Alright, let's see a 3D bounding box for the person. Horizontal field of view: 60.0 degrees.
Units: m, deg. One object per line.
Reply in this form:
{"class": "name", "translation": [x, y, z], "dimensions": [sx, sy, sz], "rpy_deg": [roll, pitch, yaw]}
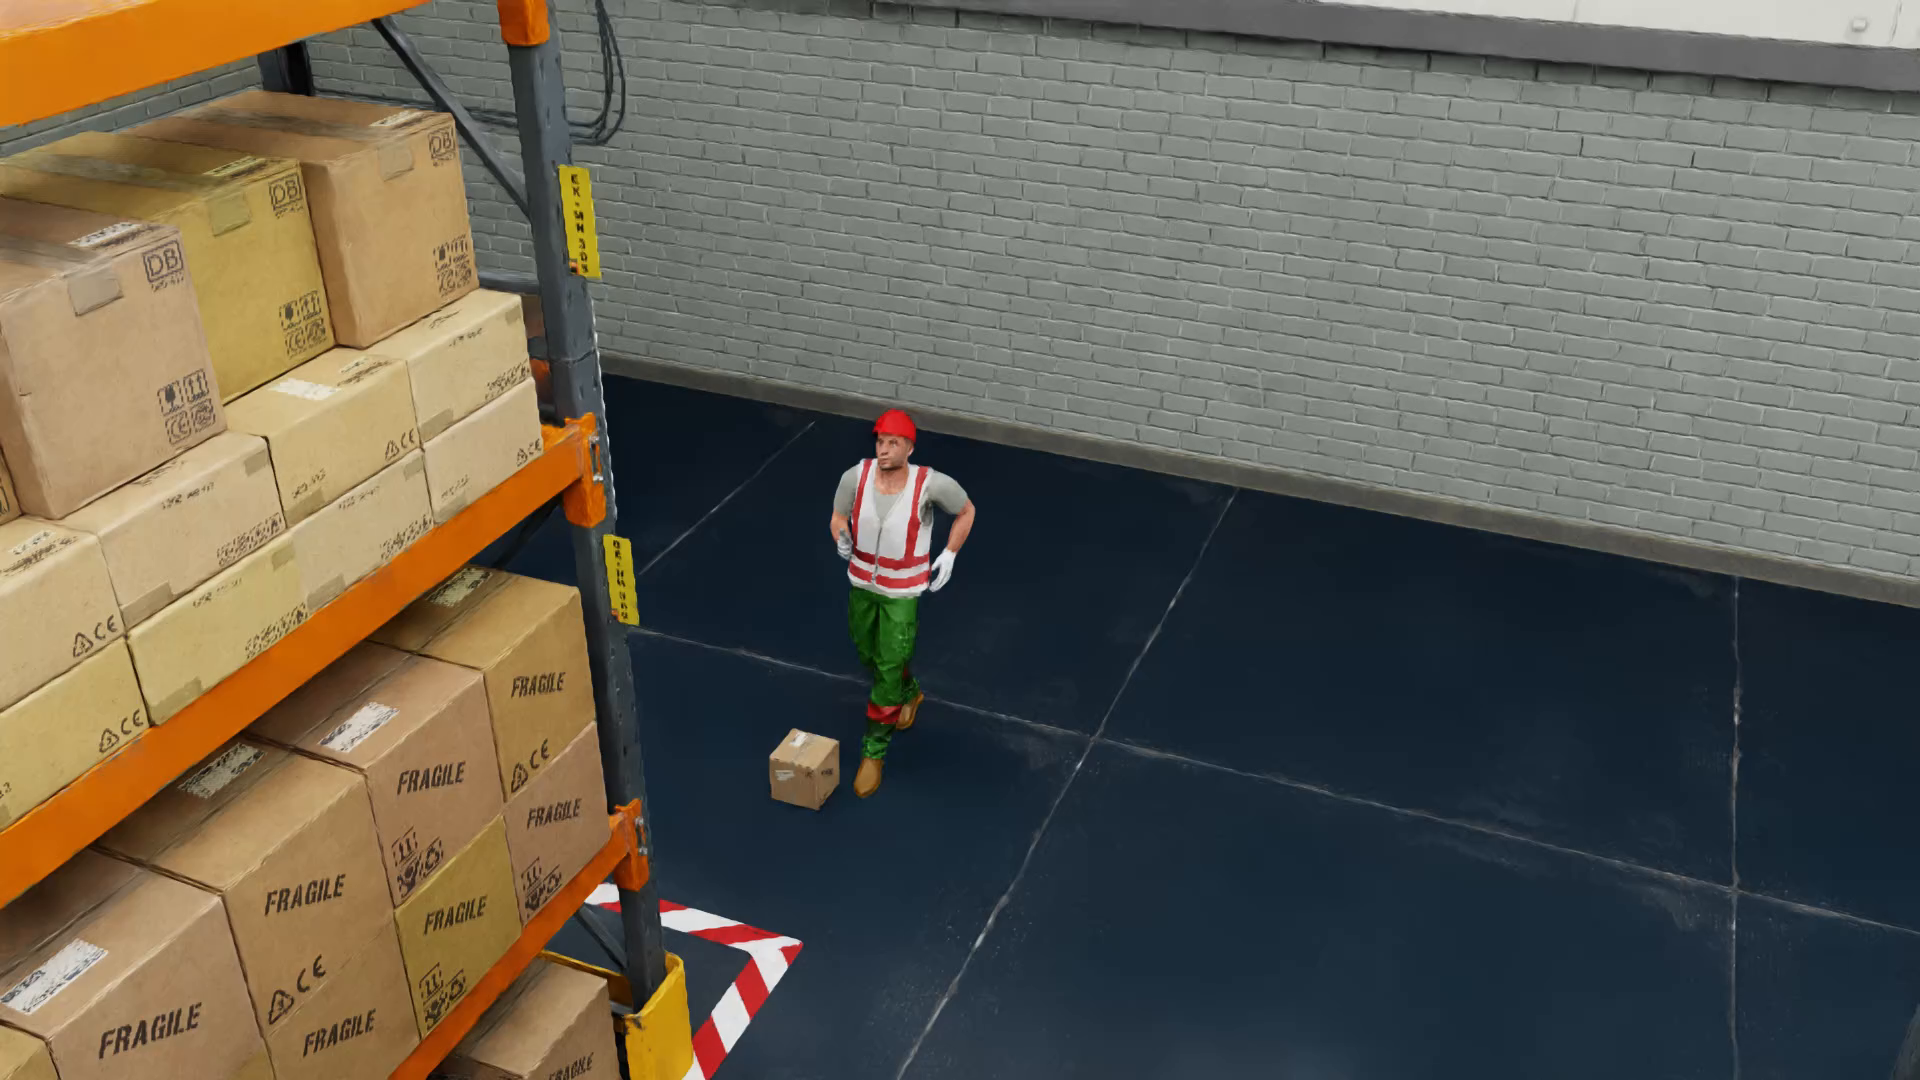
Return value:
{"class": "person", "translation": [-0.385, 0.261, 7.931], "dimensions": [0.615, 1.767, 0.853], "rpy_deg": [15, 33, 24]}
